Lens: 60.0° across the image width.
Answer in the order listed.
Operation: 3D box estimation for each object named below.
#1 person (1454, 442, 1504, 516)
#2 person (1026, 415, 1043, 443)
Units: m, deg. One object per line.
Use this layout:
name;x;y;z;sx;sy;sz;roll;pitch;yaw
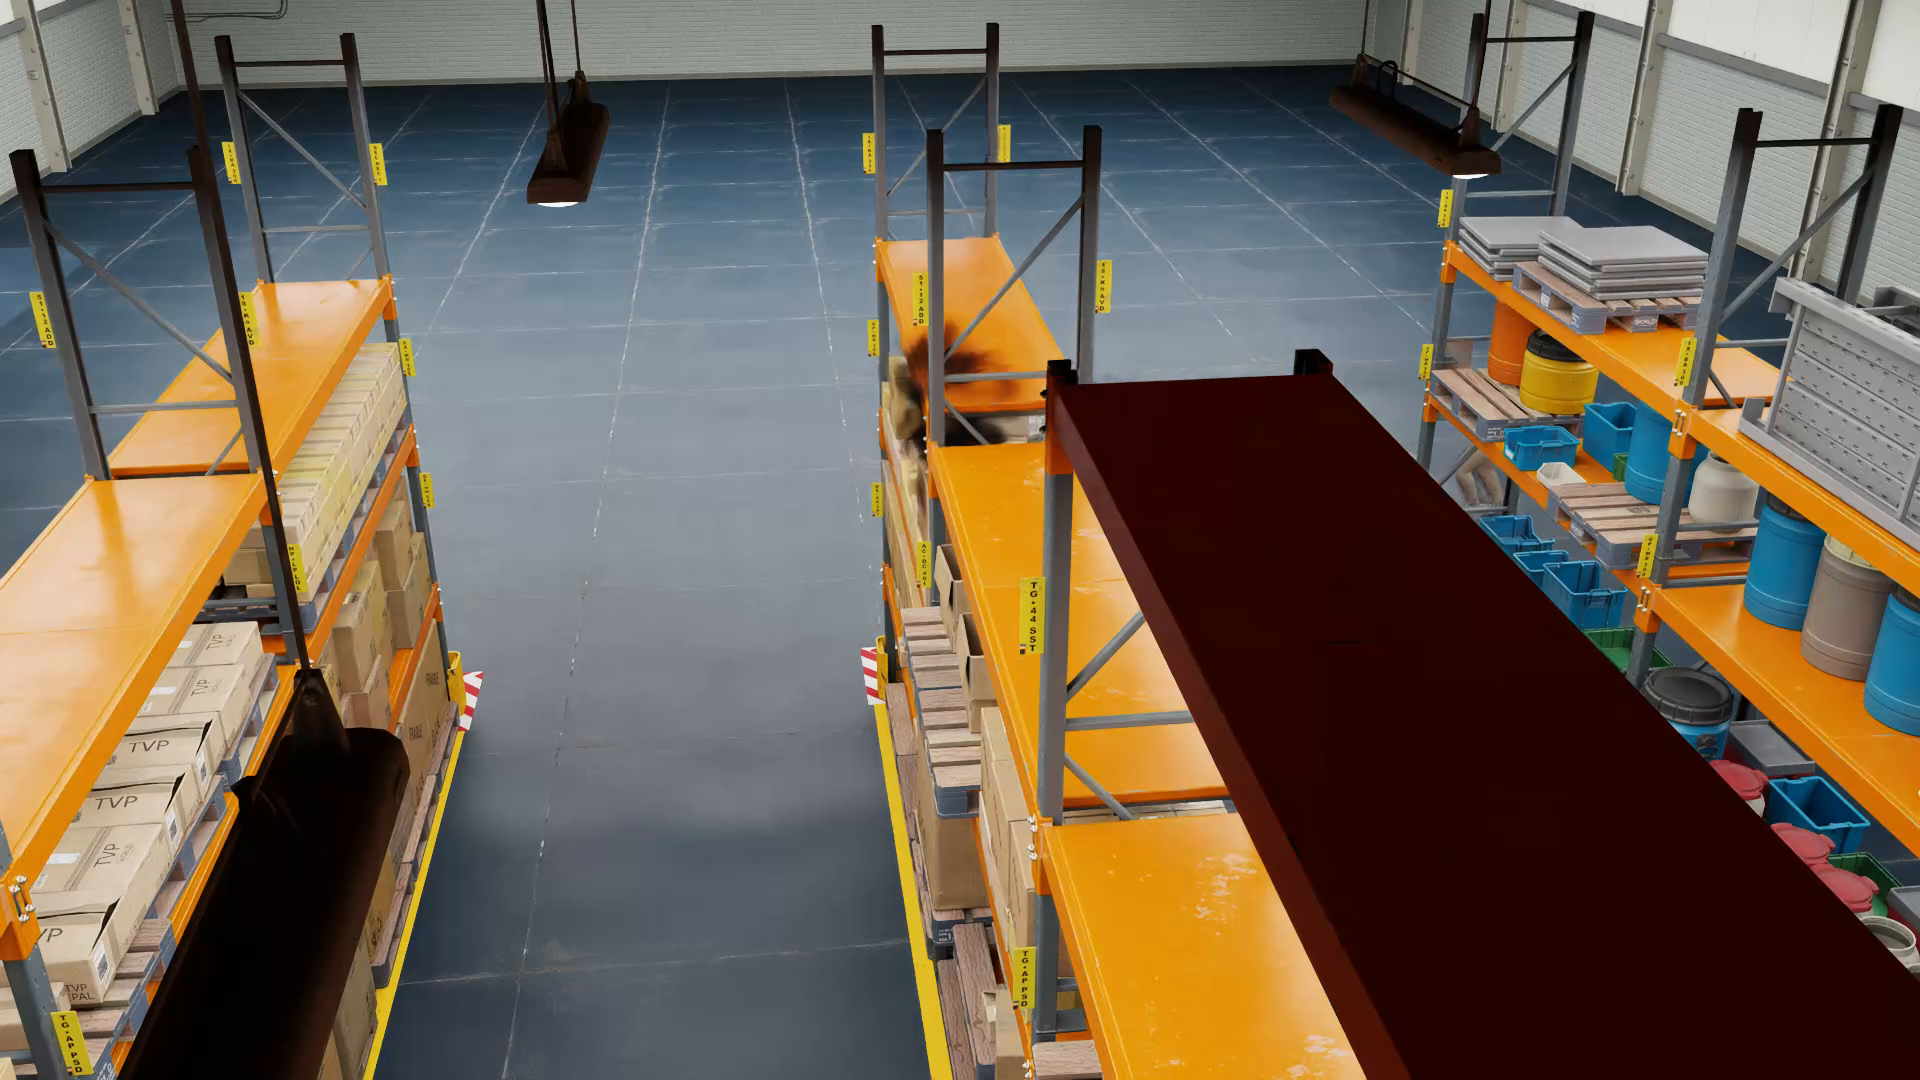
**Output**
person;5.884;-1.056;18.759;0.768;1.801;0.655;7;26;15
person;0.834;-1.247;19.241;0.611;1.653;0.639;12;28;24
